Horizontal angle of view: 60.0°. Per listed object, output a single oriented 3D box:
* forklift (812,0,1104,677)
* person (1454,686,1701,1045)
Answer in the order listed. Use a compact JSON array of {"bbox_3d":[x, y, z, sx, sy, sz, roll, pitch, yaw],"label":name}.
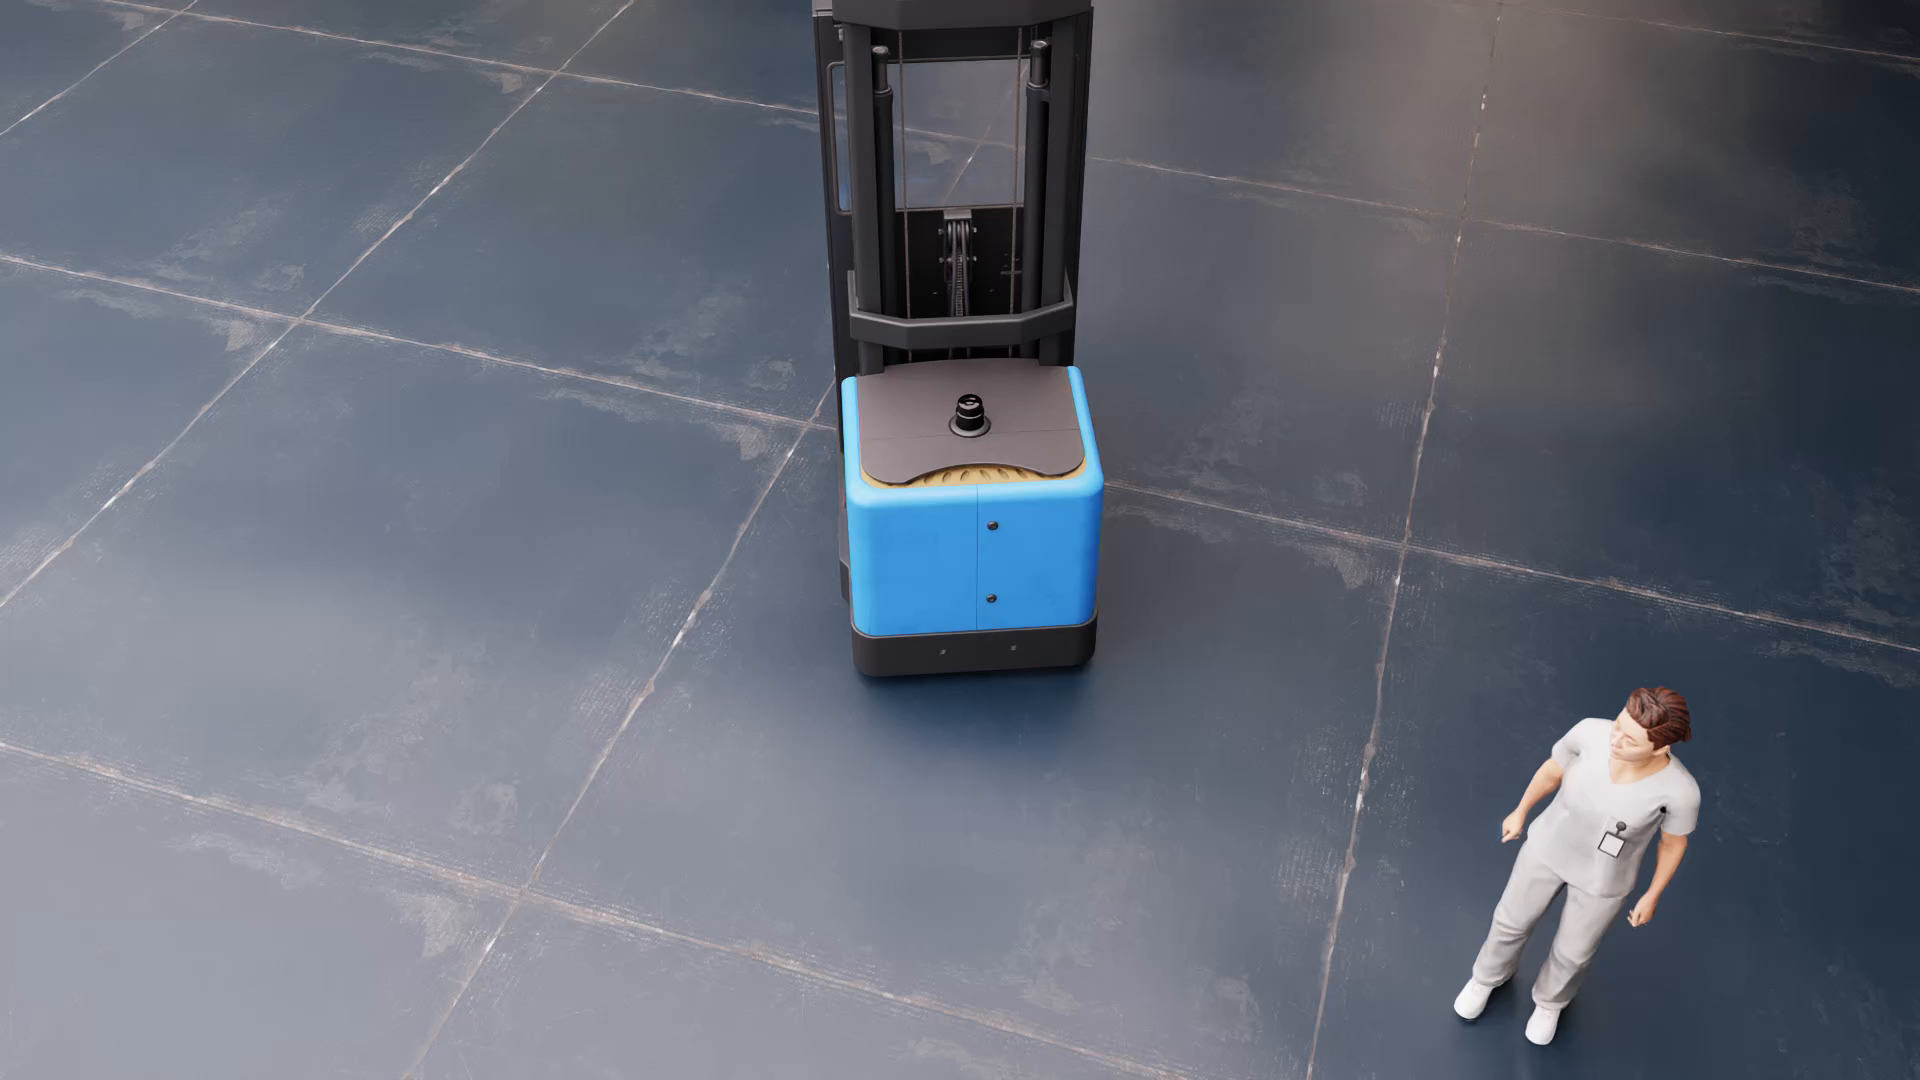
[{"bbox_3d":[-0.048,-1.486,7.287,1.130,2.935,3.031,-3,43,-3],"label":"forklift"},{"bbox_3d":[2.025,1.069,5.465,0.543,1.672,0.405,30,51,28],"label":"person"}]
